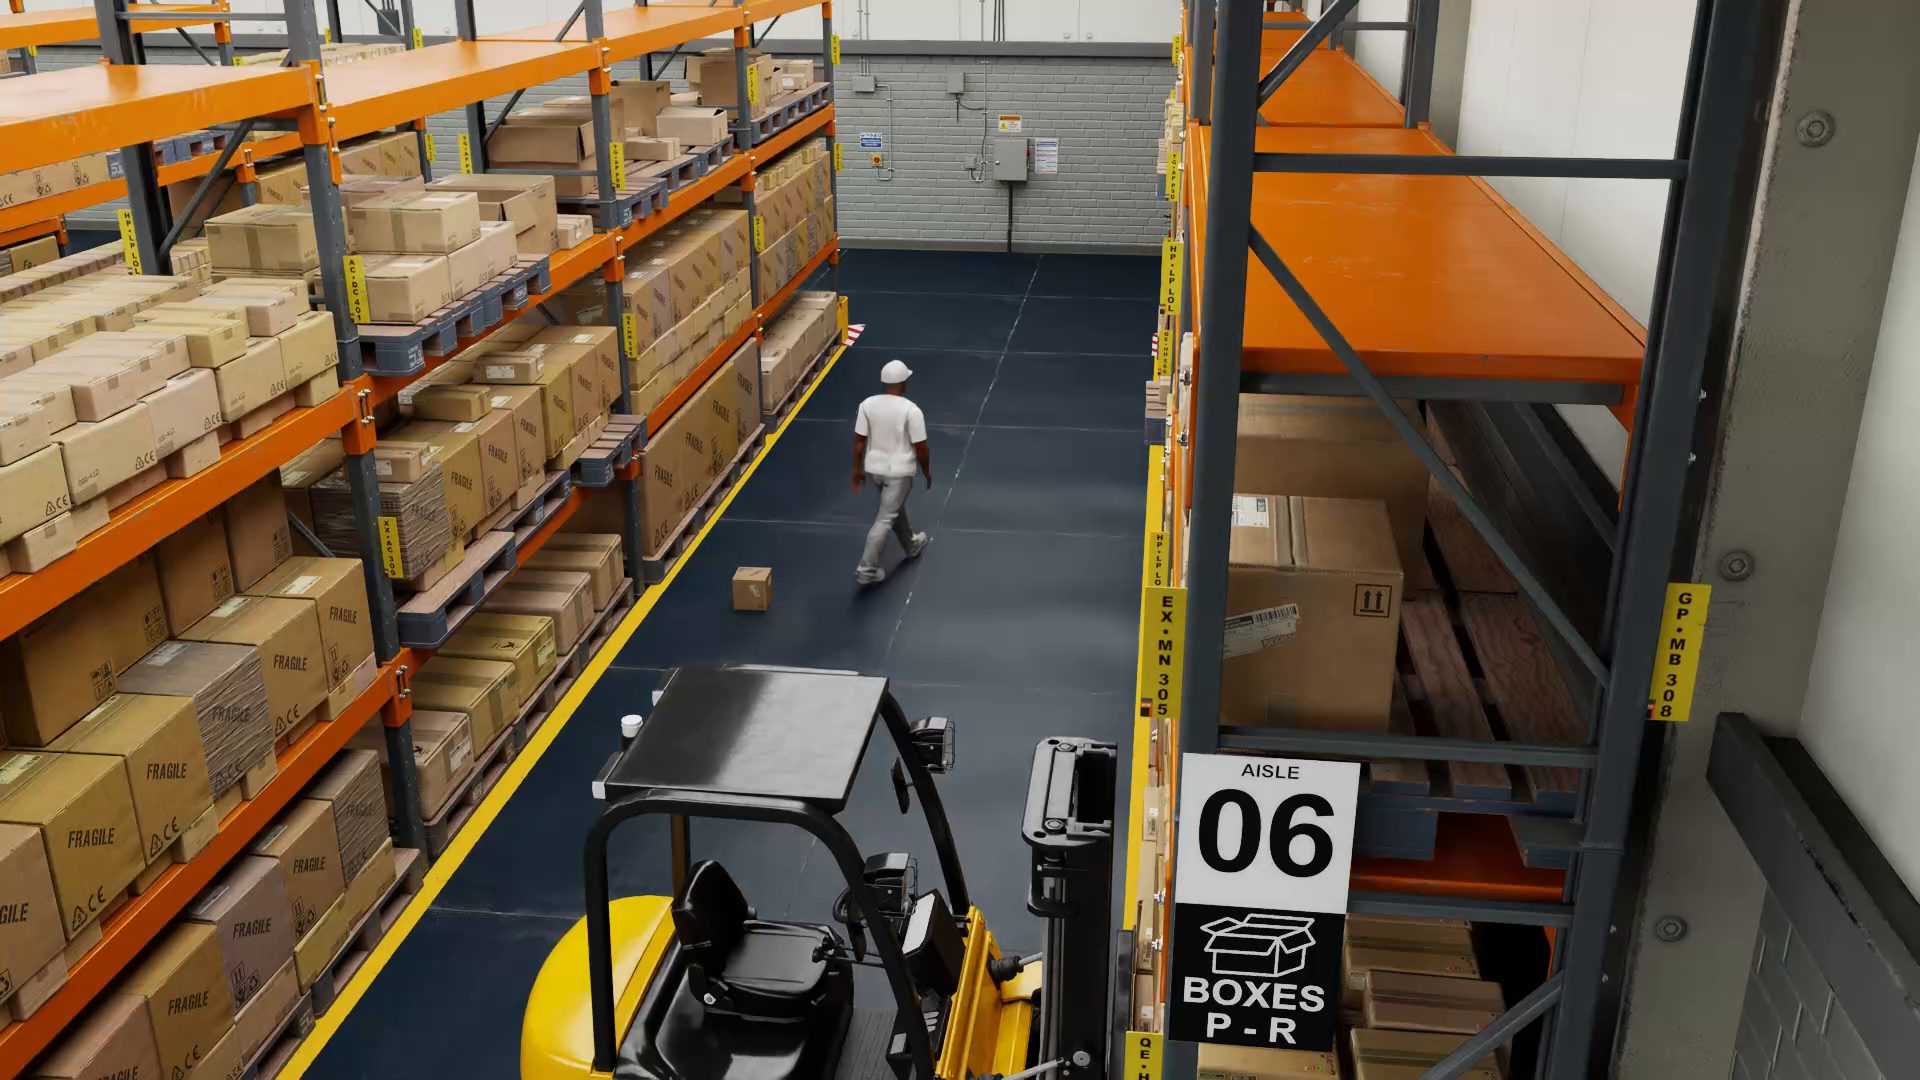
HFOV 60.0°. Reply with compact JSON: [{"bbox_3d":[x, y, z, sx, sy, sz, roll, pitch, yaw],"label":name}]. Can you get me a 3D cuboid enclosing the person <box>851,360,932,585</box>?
[{"bbox_3d":[-0.499,-0.560,12.962,0.575,1.709,1.098,14,25,32],"label":"person"}]
